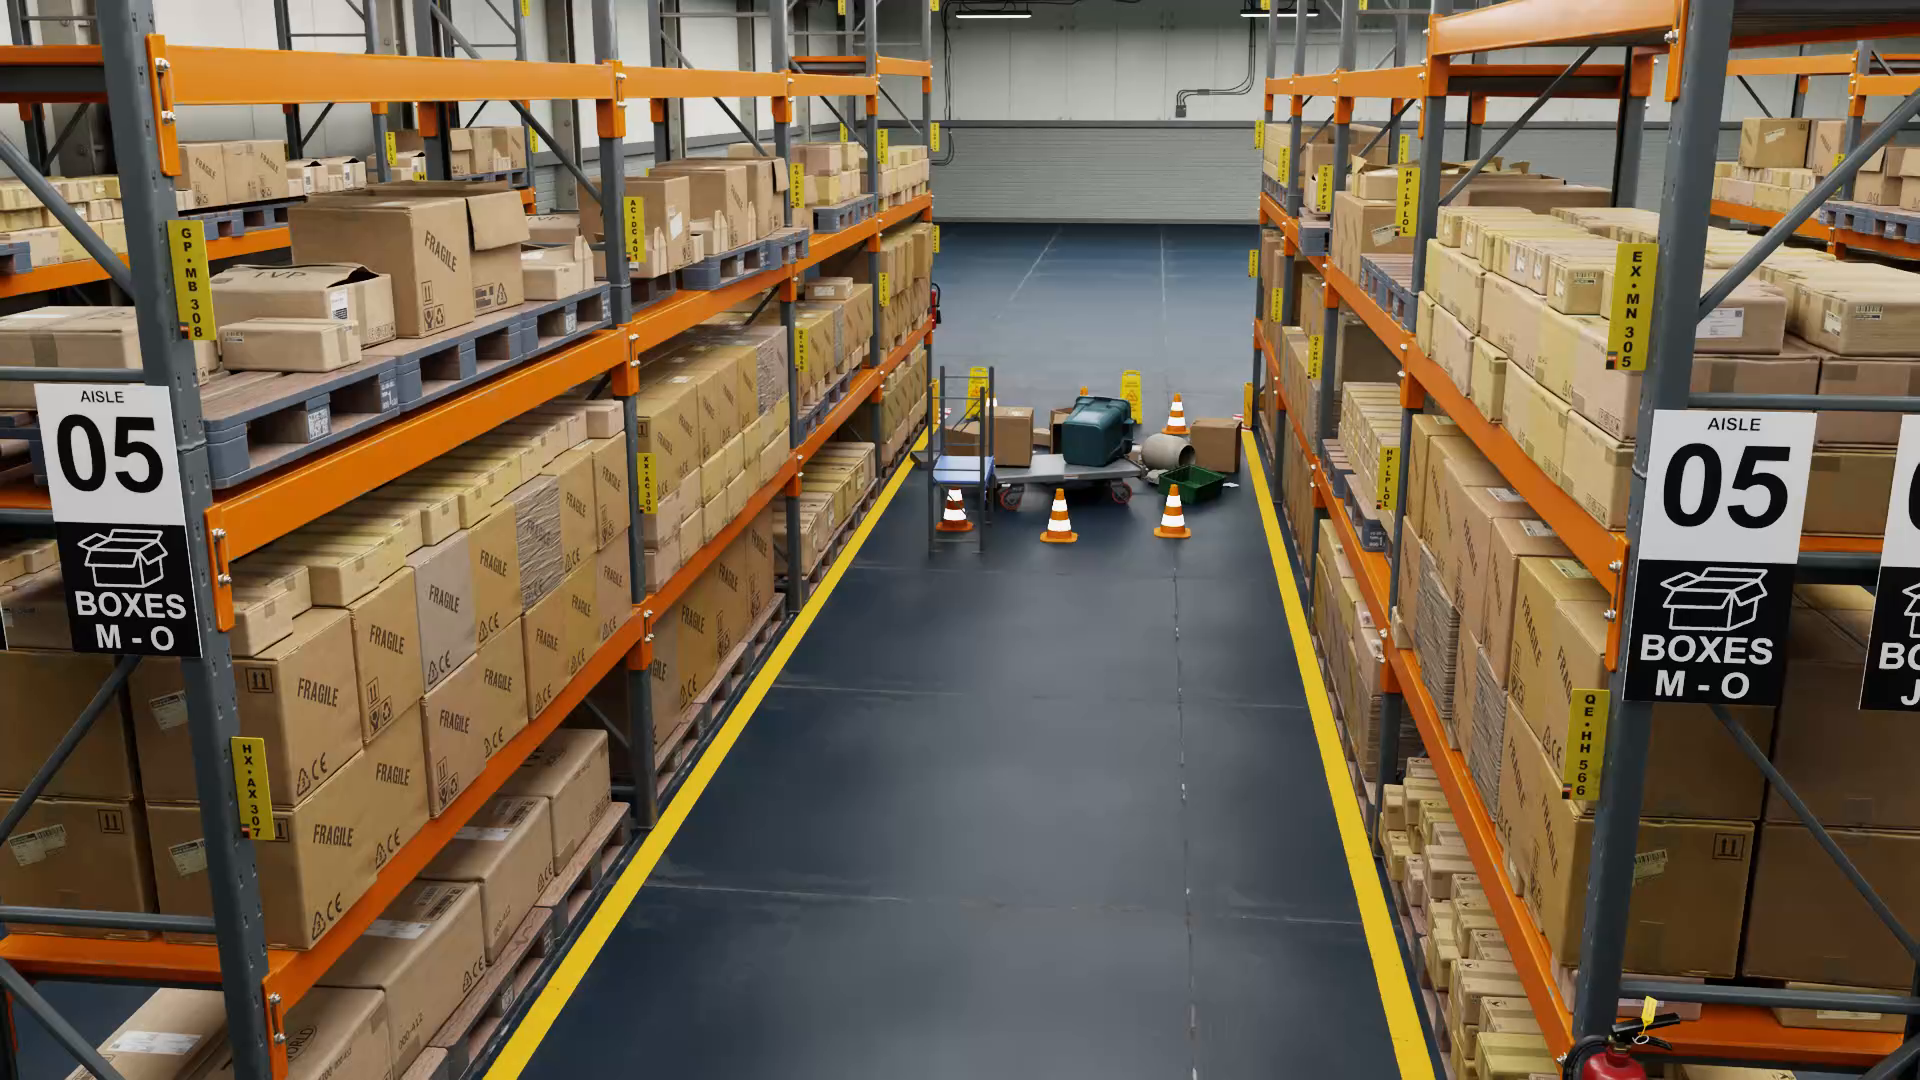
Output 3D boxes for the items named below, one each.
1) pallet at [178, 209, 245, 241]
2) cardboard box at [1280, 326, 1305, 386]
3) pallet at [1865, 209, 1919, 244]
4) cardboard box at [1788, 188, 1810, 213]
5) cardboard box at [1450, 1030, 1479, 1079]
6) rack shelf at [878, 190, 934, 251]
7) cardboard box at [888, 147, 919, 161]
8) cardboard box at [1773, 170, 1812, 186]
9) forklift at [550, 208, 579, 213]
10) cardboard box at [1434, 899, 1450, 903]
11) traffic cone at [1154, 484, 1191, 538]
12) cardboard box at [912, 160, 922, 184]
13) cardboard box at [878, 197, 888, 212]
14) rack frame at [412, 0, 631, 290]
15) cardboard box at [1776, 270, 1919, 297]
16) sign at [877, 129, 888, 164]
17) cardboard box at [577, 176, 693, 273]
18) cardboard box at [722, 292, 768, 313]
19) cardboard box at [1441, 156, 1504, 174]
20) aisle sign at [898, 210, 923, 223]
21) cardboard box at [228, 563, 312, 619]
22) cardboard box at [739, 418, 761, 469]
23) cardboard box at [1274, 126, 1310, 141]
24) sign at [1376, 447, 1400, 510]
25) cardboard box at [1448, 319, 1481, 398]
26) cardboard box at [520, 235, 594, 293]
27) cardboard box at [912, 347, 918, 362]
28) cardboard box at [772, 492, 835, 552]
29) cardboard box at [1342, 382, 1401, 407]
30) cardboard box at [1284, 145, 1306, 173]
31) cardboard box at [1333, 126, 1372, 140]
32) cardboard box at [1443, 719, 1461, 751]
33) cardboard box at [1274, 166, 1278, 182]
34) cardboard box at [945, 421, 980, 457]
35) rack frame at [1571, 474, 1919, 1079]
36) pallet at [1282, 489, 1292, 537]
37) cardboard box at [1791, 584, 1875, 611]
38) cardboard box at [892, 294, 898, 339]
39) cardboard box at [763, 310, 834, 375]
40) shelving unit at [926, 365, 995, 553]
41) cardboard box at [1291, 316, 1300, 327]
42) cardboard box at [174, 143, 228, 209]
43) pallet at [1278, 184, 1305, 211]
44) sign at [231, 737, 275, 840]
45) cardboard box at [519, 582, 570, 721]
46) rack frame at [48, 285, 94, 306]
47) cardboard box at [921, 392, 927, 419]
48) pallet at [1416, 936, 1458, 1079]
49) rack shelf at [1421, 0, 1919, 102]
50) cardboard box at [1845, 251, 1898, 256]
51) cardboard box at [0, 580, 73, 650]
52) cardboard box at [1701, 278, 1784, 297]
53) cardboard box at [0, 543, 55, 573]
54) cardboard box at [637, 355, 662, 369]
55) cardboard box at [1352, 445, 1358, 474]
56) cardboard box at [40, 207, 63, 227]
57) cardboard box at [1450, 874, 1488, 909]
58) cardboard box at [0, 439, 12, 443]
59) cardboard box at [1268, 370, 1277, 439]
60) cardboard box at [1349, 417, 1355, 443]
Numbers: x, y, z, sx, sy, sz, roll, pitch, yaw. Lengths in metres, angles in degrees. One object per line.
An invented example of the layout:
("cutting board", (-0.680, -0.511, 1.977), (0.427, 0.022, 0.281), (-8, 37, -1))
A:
("pallet", (-6.698, -2.576, 13.645), (1.213, 0.211, 1.003), (2, 15, 9))
("cardboard box", (3.301, -1.733, 15.720), (0.500, 0.500, 0.500), (2, 15, 7))
("pallet", (8.255, -2.572, 13.628), (1.213, 0.211, 1.003), (2, 15, 6))
("cardboard box", (8.406, -3.277, 16.165), (0.500, 0.250, 0.500), (2, 15, 8))
("cardboard box", (2.151, 2.062, 6.535), (0.380, 0.149, 0.250), (1, 15, 4))
("rack shelf", (-1.076, -3.552, 18.271), (1.077, 0.370, 4.000), (2, 15, 6))
("cardboard box", (-0.673, -4.453, 19.178), (0.380, 0.149, 0.250), (2, 15, 6))
("cardboard box", (8.438, -3.644, 16.755), (0.380, 0.149, 0.250), (2, 15, 9))
("forklift", (-3.529, -1.760, 16.146), (1.130, 2.935, 3.031), (-5, 16, -18))
("cardboard box", (2.348, 1.649, 7.491), (0.380, 0.149, 0.250), (2, 15, 9))
("traffic cone", (1.976, -0.285, 15.418), (0.336, 0.463, 0.334), (2, 15, 6))
("cardboard box", (-0.712, -4.218, 19.075), (0.500, 0.250, 0.500), (1, 15, 5))
("cardboard box", (-0.935, -3.399, 16.809), (0.380, 0.149, 0.250), (2, 15, 6))
("rack frame", (-2.204, -2.754, 8.194), (1.000, 3.000, 0.127), (2, 15, 6))
("cardboard box", (2.687, -0.721, 4.990), (0.380, 0.149, 0.250), (2, 15, 6))
("sign", (-0.750, -3.805, 16.083), (0.100, 0.325, 0.005), (2, 15, 6))
("cardboard box", (-1.817, -1.777, 9.332), (0.500, 0.500, 0.500), (1, 15, 5))
("cardboard box", (-1.849, -2.035, 14.222), (0.380, 0.149, 0.250), (1, 15, 4))
("cardboard box", (3.346, -2.395, 10.957), (0.396, 0.266, 0.258), (2, 15, 6))
("aisle sign", (-0.555, -4.232, 20.176), (0.394, 0.787, 0.004), (2, 15, 6))
("cardboard box", (-2.382, 0.182, 5.482), (0.380, 0.149, 0.250), (2, 15, 8))
("cardboard box", (-1.647, -0.664, 11.290), (0.500, 0.250, 0.500), (1, 15, 5))
("cardboard box", (3.552, -4.340, 17.764), (0.380, 0.149, 0.250), (2, 15, 7))
("sign", (2.174, -0.312, 8.441), (0.100, 0.325, 0.005), (2, 15, 6))
("cardboard box", (2.285, -0.737, 6.769), (0.500, 0.250, 0.500), (2, 15, 9))
("cardboard box", (-1.959, -1.317, 7.888), (0.396, 0.266, 0.258), (2, 15, 8))
("cardboard box", (-0.688, -2.143, 19.212), (0.380, 0.149, 0.250), (2, 15, 7))
("cardboard box", (-1.604, -0.167, 14.352), (0.950, 0.372, 0.625), (1, 15, 5))
("cardboard box", (2.932, -1.029, 11.846), (0.380, 0.149, 0.250), (2, 15, 6))
("cardboard box", (3.429, -3.718, 16.230), (0.500, 0.250, 0.500), (2, 15, 6))
("cardboard box", (4.235, -4.386, 17.935), (0.380, 0.149, 0.250), (1, 15, 5))
("cardboard box", (2.268, 0.790, 7.063), (0.380, 0.149, 0.250), (2, 15, 9))
("cardboard box", (3.494, -3.825, 17.388), (0.380, 0.149, 0.250), (2, 15, 6))
("cardboard box", (0.171, -0.965, 17.856), (0.500, 0.500, 0.500), (-14, 20, -42))
("rack frame", (2.274, 1.299, 4.698), (1.000, 3.000, 0.127), (2, 15, 6))
("pallet", (3.616, -0.265, 15.824), (1.003, 0.211, 1.213), (2, 15, 6))
("cardboard box", (2.639, 0.385, 5.402), (0.500, 0.500, 0.500), (2, 15, 8))
("cardboard box", (-0.942, -2.361, 17.474), (0.500, 0.500, 0.500), (2, 15, 6))
("cardboard box", (-1.367, -1.673, 14.124), (0.500, 0.500, 0.500), (2, 15, 7))
("shelving unit", (0.017, -0.751, 15.127), (0.538, 1.500, 1.048), (1, 16, 5))
("cardboard box", (3.658, -1.981, 16.544), (0.875, 0.550, 0.550), (2, 15, 6))
("cardboard box", (-6.362, -2.968, 13.547), (0.500, 0.500, 0.500), (2, 15, 7))
("pallet", (3.731, -3.430, 16.612), (1.003, 0.211, 1.213), (2, 15, 6))
("sign", (-2.105, 0.742, 4.951), (0.100, 0.325, 0.005), (2, 15, 6))
("cardboard box", (-2.098, 0.486, 7.513), (0.500, 0.500, 0.500), (1, 15, 5))
("rack frame", (-6.686, -1.040, 13.351), (1.000, 3.000, 0.127), (2, 15, 6))
("cardboard box", (-0.677, -1.622, 19.964), (0.500, 0.250, 0.500), (2, 15, 6))
("pallet", (2.550, 2.101, 7.077), (1.003, 0.211, 1.213), (2, 15, 6))
("rack shelf", (2.500, -1.767, 5.928), (1.077, 0.370, 4.000), (2, 15, 6))
("cardboard box", (8.903, -2.554, 16.272), (0.500, 0.500, 0.500), (2, 15, 6))
("cardboard box", (-2.814, 0.237, 5.278), (0.380, 0.149, 0.250), (2, 15, 7))
("cardboard box", (2.123, -0.667, 4.788), (0.380, 0.149, 0.250), (2, 15, 7))
("cardboard box", (-6.667, 0.129, 11.768), (0.380, 0.149, 0.250), (1, 15, 4))
("cardboard box", (-2.232, -0.912, 10.769), (0.500, 0.500, 0.500), (2, 15, 7))
("cardboard box", (2.836, -0.537, 11.167), (0.380, 0.149, 0.250), (2, 15, 9))
("cardboard box", (-6.575, -2.310, 11.822), (0.380, 0.149, 0.250), (2, 15, 6))
("cardboard box", (2.346, 1.573, 7.203), (0.380, 0.149, 0.250), (1, 15, 4))
("cardboard box", (-6.713, -0.711, 11.136), (0.700, 0.500, 0.500), (2, 15, 6))
("cardboard box", (3.971, -1.621, 18.766), (0.875, 0.875, 0.875), (1, 15, 5))
("cardboard box", (2.867, -0.741, 11.352), (0.380, 0.149, 0.250), (1, 15, 5))
